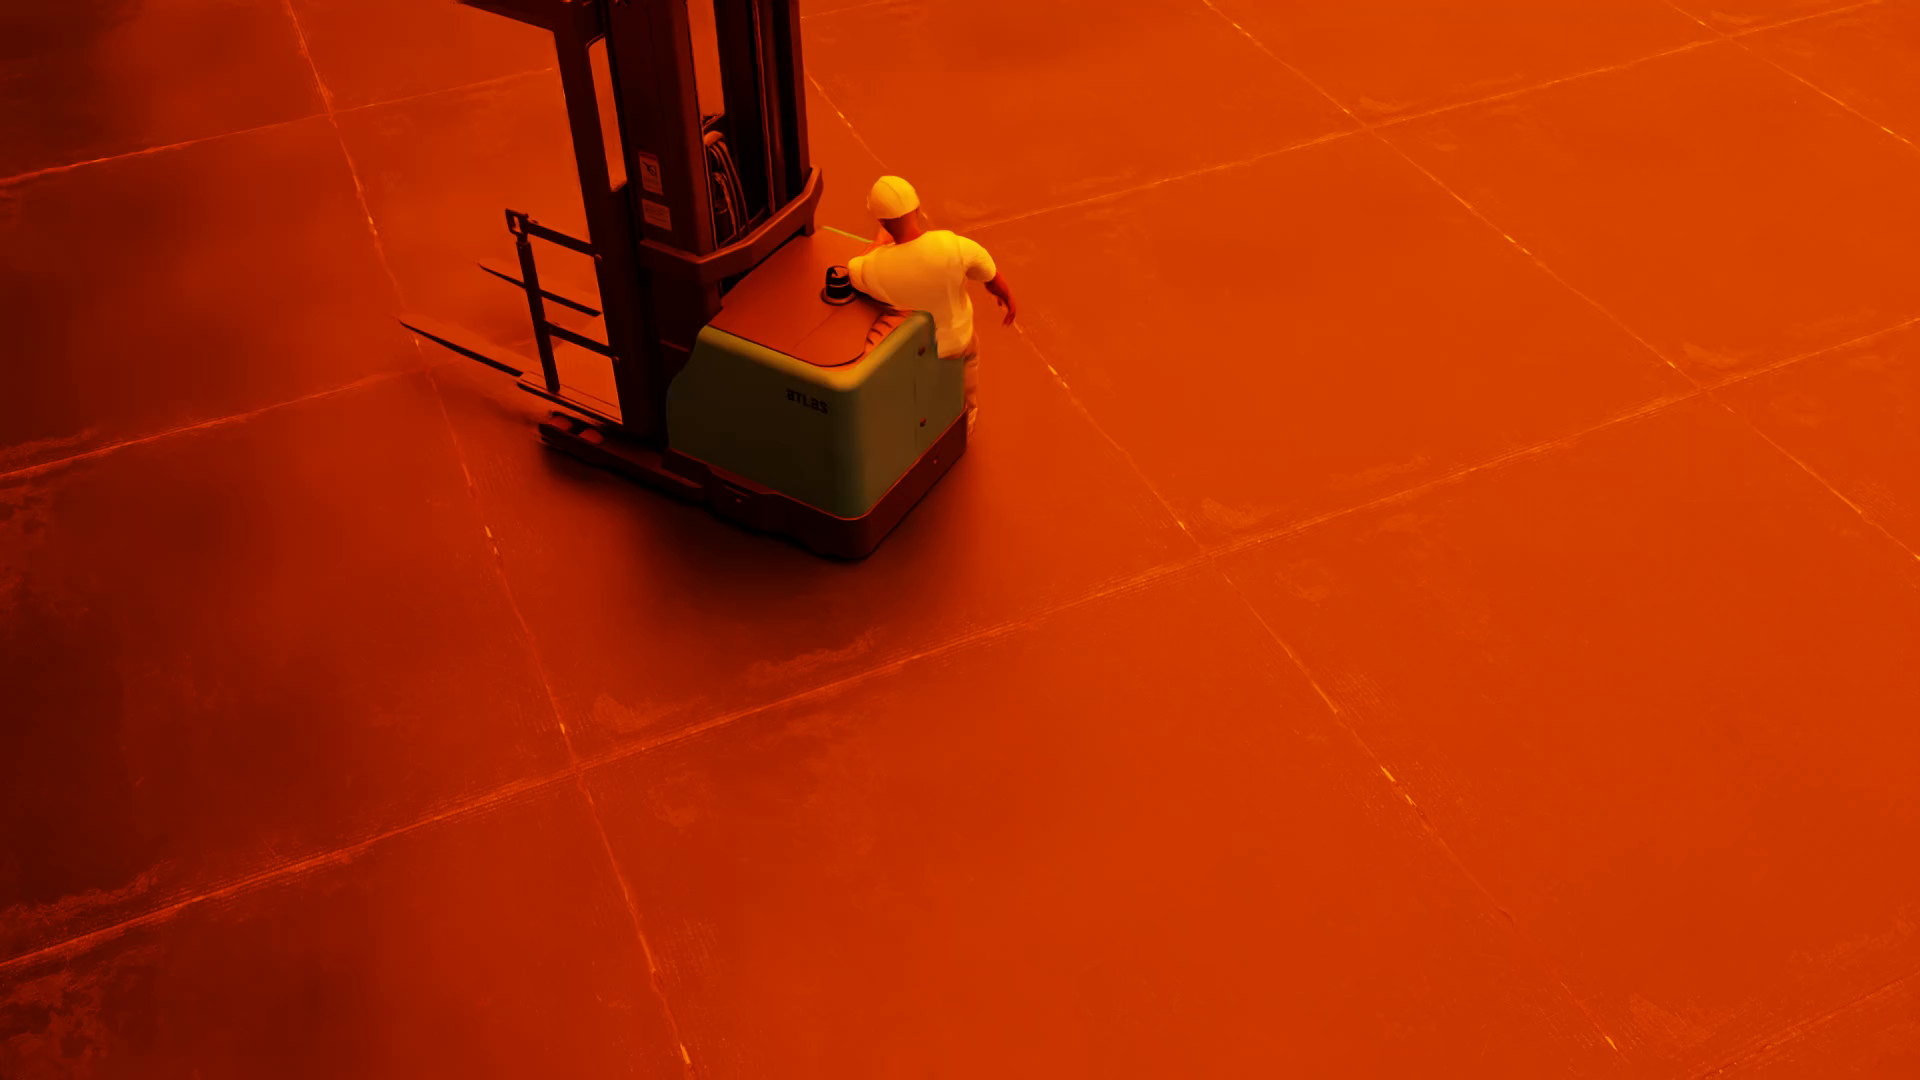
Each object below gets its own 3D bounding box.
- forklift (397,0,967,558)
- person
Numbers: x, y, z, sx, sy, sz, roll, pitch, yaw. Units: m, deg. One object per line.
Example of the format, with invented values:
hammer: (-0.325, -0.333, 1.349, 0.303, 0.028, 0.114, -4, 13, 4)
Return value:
forklift: (-1.496, -1.742, 7.547, 3.031, 2.935, 1.130, 22, 47, 22)
person: (-0.180, -1.046, 7.743, 0.878, 1.662, 0.876, -12, 44, -13)
